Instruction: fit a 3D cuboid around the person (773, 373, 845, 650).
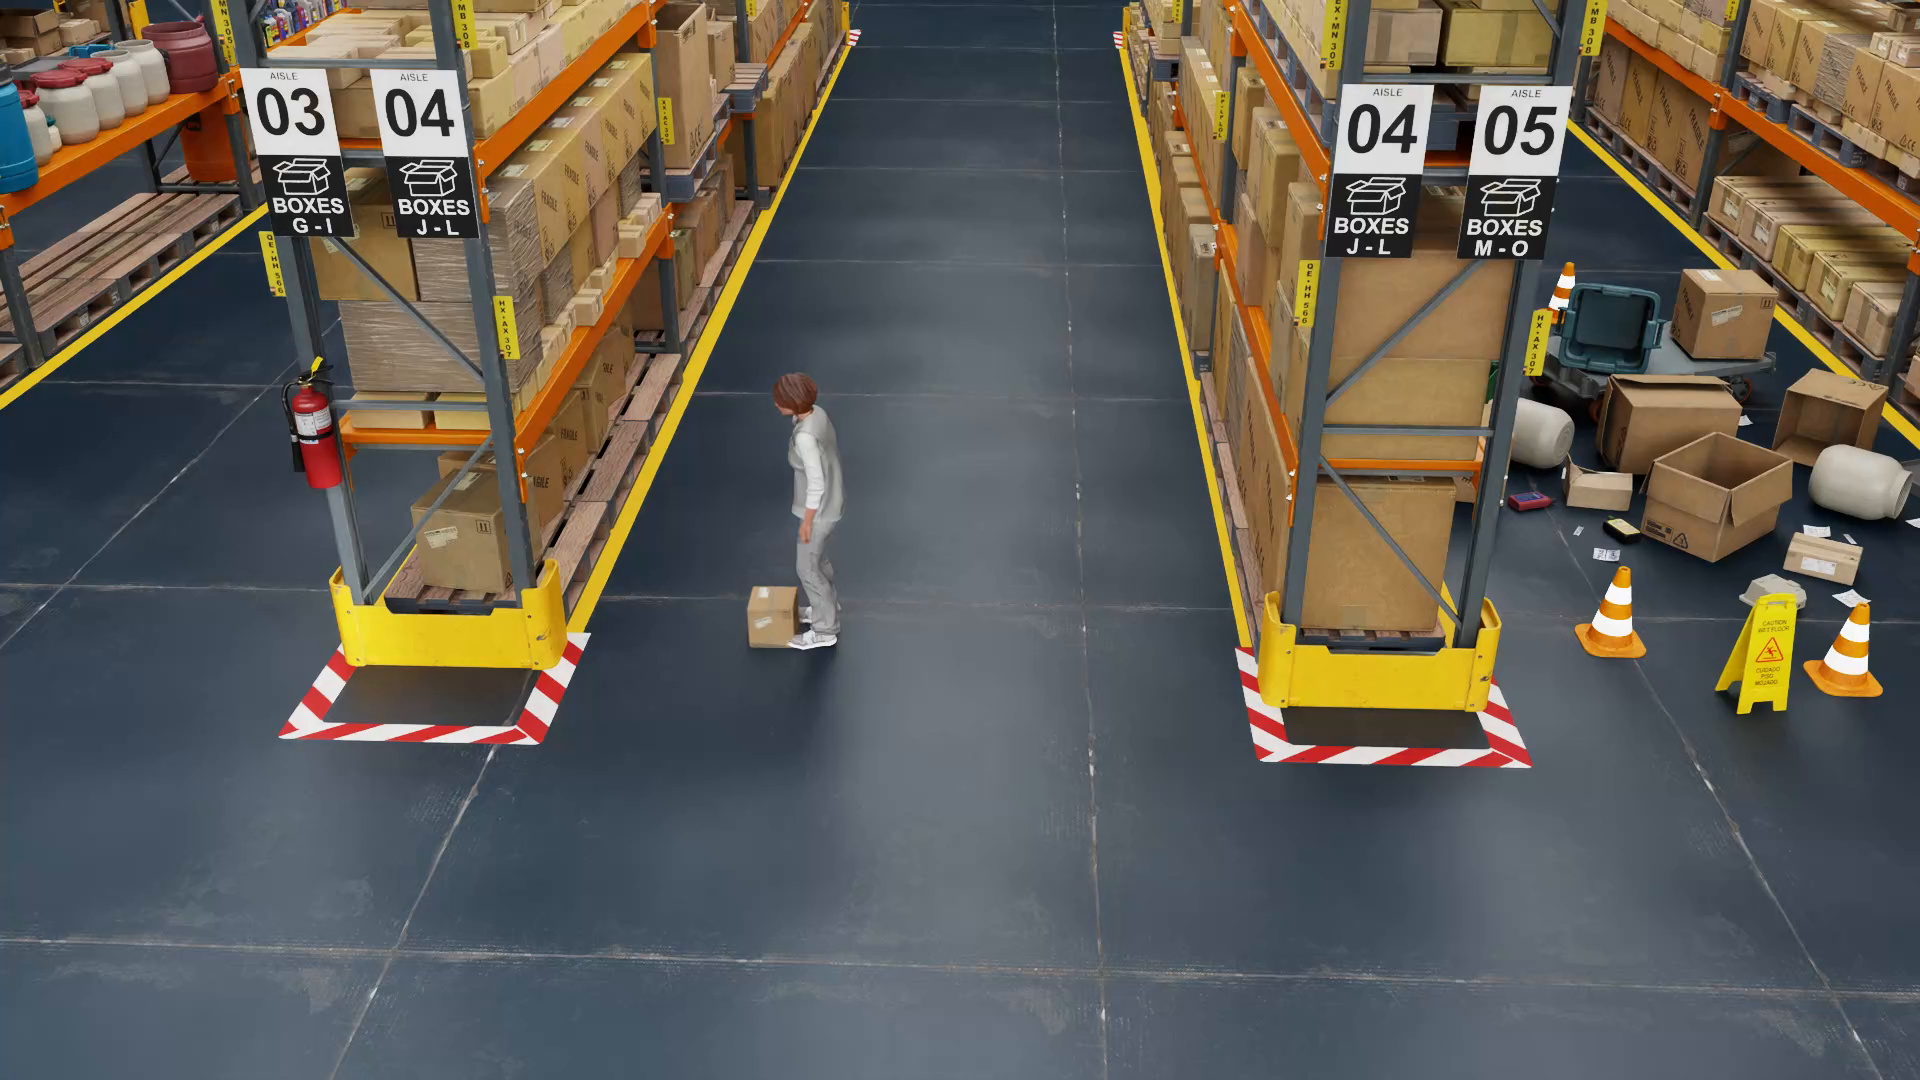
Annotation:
[{"bbox_3d":[-0.791,-0.163,8.937,0.346,1.592,0.467,0,28,0],"label":"person"}]
